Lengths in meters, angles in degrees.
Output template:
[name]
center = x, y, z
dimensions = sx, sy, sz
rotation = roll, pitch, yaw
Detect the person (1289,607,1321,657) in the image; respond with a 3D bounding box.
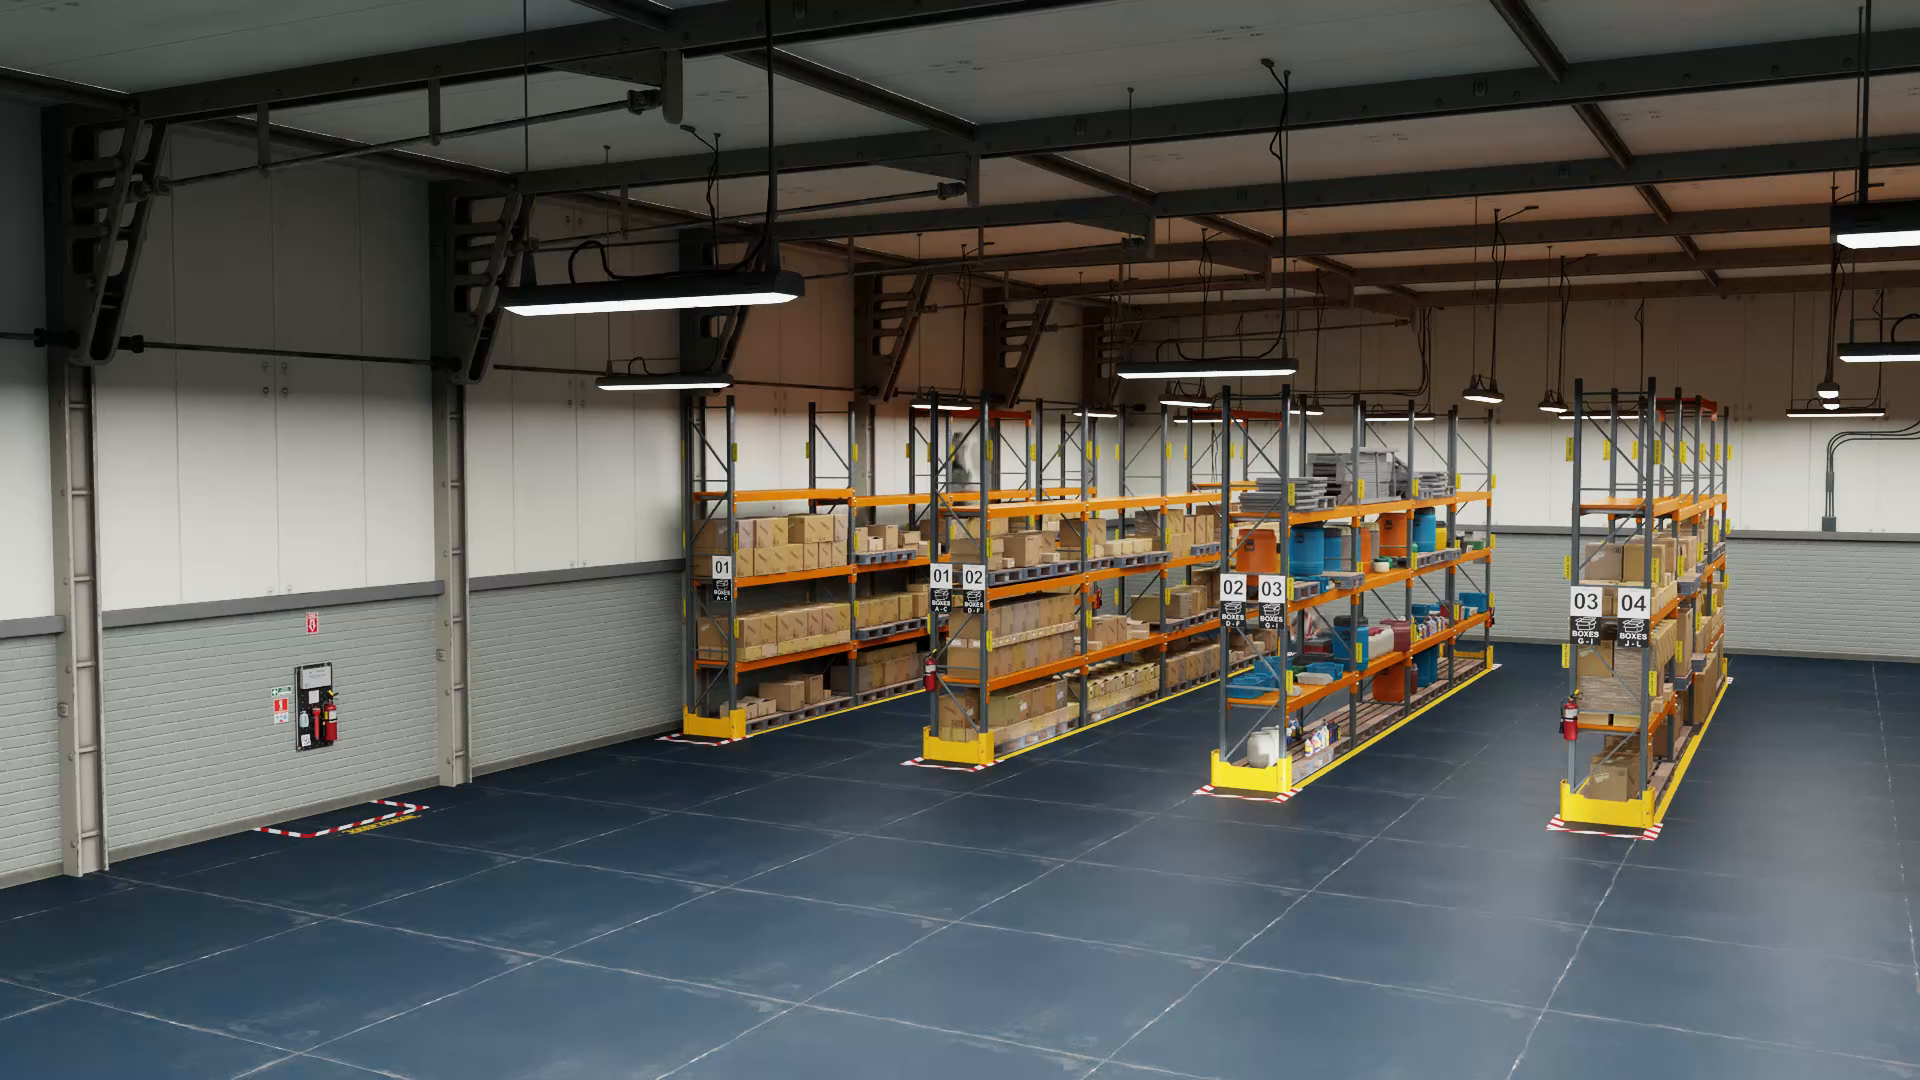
[person]
center = 7.552, 2.239, 36.388
dimensions = 0.673, 1.760, 0.854
rotation = 1, 3, 26
